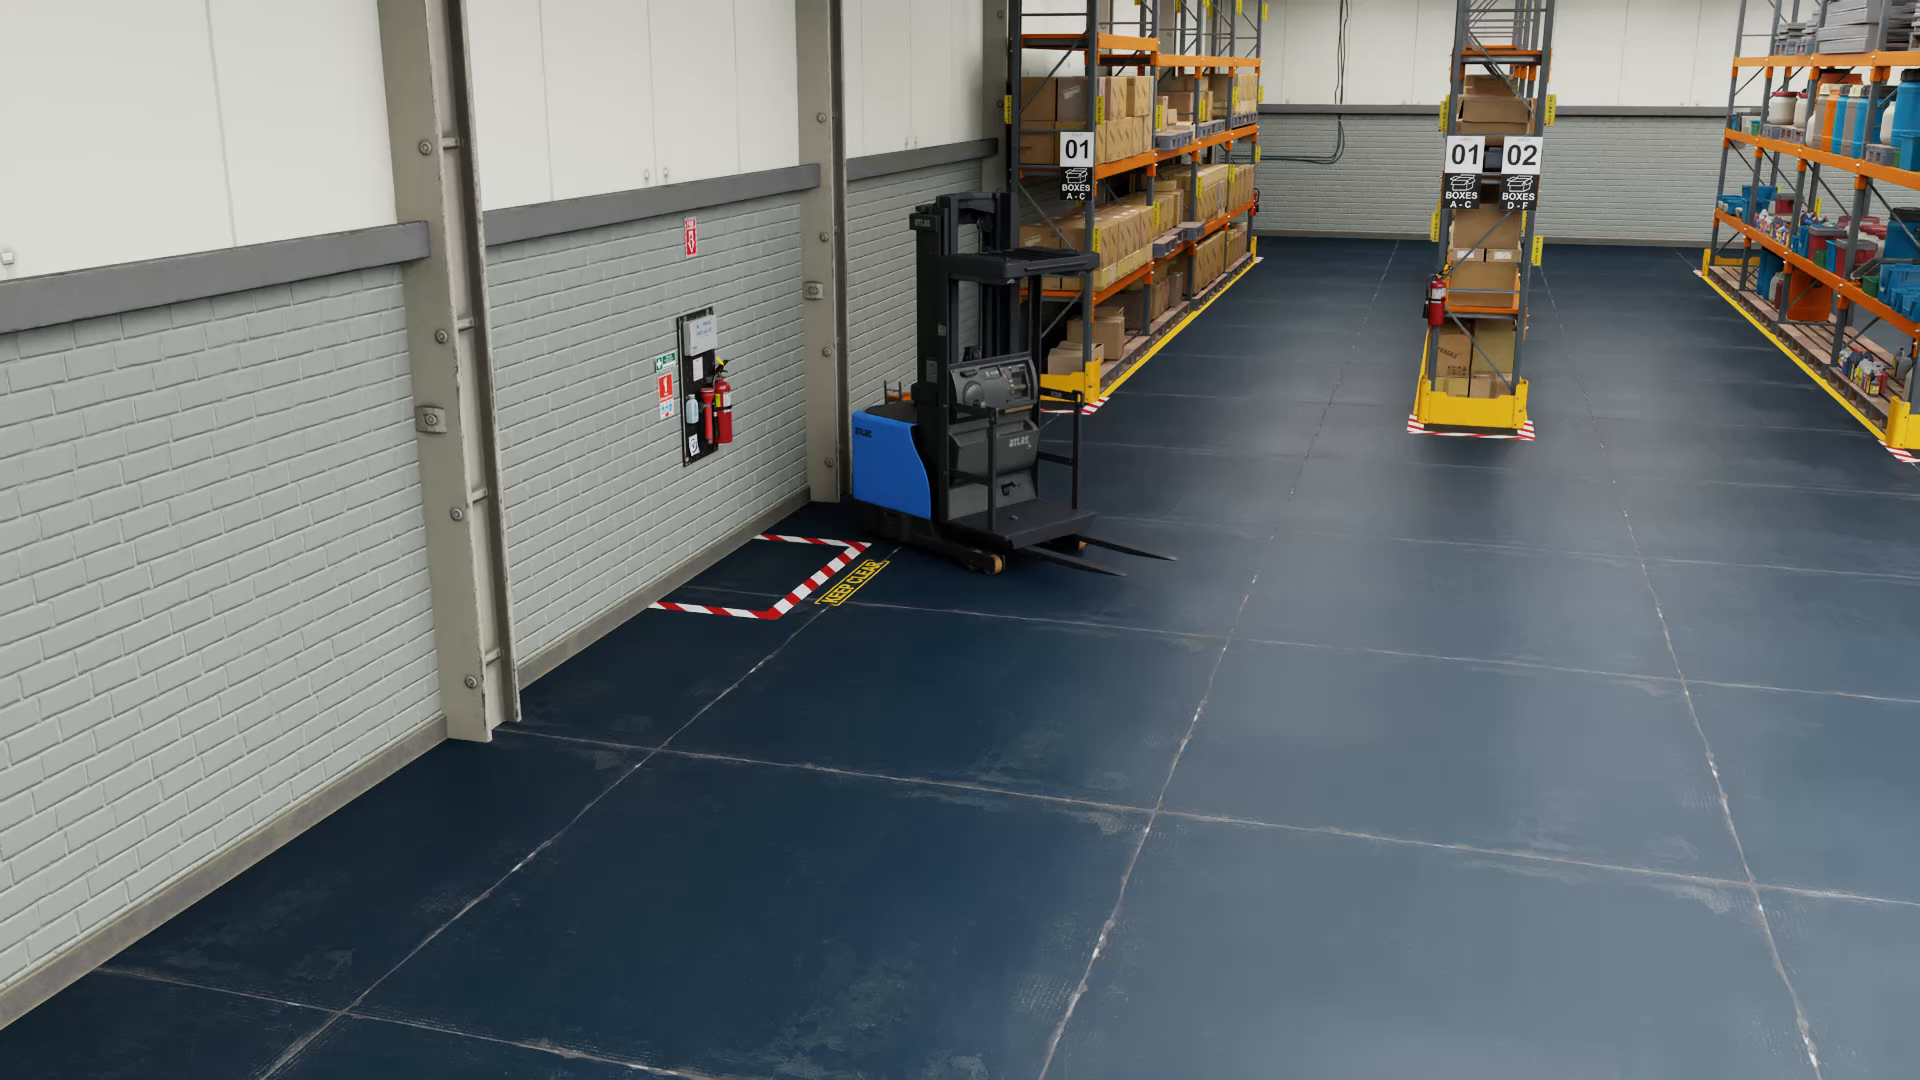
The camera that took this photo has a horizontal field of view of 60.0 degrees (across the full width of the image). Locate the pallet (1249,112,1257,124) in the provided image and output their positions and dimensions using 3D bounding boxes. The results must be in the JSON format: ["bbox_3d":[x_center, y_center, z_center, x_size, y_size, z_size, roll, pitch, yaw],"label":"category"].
[{"bbox_3d":[5.447,-8.566,33.700,1.003,0.211,1.213,5,16,16],"label":"pallet"}]

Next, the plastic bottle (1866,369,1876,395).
[{"bbox_3d":[10.717,-1.858,19.554,0.061,0.283,0.133,5,17,17],"label":"plastic bottle"}]

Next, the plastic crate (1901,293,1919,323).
[{"bbox_3d":[10.455,-2.489,17.881,0.499,0.251,0.616,5,16,16],"label":"plastic crate"}]

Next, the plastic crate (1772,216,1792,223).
[{"bbox_3d":[14.279,-5.559,28.804,0.396,0.136,0.243,5,16,16],"label":"plastic crate"}]

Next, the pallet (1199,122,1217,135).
[{"bbox_3d":[3.821,-7.085,28.662,1.003,0.211,1.213,5,17,18],"label":"pallet"}]

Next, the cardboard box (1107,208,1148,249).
[{"bbox_3d":[2.263,-4.241,22.648,0.500,0.500,0.500,5,16,16],"label":"cardboard box"}]

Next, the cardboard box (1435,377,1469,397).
[{"bbox_3d":[5.720,-1.834,19.568,0.500,0.250,0.500,5,16,16],"label":"cardboard box"}]

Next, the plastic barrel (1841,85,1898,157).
[{"bbox_3d":[11.858,-5.458,21.661,0.600,0.901,0.600,0,16,0],"label":"plastic barrel"}]

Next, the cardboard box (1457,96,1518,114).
[{"bbox_3d":[6.399,-5.179,20.380,0.797,0.503,0.637,7,17,22],"label":"cardboard box"}]

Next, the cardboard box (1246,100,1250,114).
[{"bbox_3d":[5.404,-8.497,32.614,0.500,0.250,0.500,4,16,14],"label":"cardboard box"}]

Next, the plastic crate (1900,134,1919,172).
[{"bbox_3d":[10.853,-4.364,18.751,0.392,0.384,0.575,5,16,16],"label":"plastic crate"}]

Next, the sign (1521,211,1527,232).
[{"bbox_3d":[7.521,-4.250,22.085,0.100,0.325,0.005,5,16,16],"label":"sign"}]

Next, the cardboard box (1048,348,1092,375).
[{"bbox_3d":[1.384,-2.267,20.946,0.500,0.311,0.500,3,16,10],"label":"cardboard box"}]

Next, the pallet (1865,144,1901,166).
[{"bbox_3d":[11.625,-4.609,19.931,1.213,0.211,1.003,5,16,16],"label":"pallet"}]

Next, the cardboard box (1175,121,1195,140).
[{"bbox_3d":[3.429,-6.468,26.267,0.500,0.311,0.500,5,16,16],"label":"cardboard box"}]

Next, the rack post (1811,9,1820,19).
[{"bbox_3d":[13.000,-7.845,24.553,0.624,0.289,0.986,5,16,16],"label":"rack post"}]

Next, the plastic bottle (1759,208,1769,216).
[{"bbox_3d":[13.587,-5.445,28.119,0.144,0.351,0.185,5,16,16],"label":"plastic bottle"}]

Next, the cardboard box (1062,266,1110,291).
[{"bbox_3d":[1.544,-3.215,20.407,0.500,0.250,0.500,4,16,14],"label":"cardboard box"}]

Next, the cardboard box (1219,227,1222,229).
[{"bbox_3d":[5.030,-6.198,33.306,0.380,0.149,0.250,5,17,16],"label":"cardboard box"}]

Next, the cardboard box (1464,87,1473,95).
[{"bbox_3d":[8.671,-7.197,27.574,0.600,0.600,0.600,4,16,14],"label":"cardboard box"}]

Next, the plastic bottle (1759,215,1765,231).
[{"bbox_3d":[13.350,-5.269,27.644,0.097,0.271,0.097,0,16,0],"label":"plastic bottle"}]

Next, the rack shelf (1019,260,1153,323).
[{"bbox_3d":[1.669,-3.352,21.969,1.077,0.370,4.000,5,16,16],"label":"rack shelf"}]

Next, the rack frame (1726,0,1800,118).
[{"bbox_3d":[15.146,-9.479,31.257,1.000,3.000,0.127,5,16,16],"label":"rack frame"}]

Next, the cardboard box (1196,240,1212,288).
[{"bbox_3d":[3.964,-4.847,29.090,0.750,0.750,0.750,5,16,16],"label":"cardboard box"}]

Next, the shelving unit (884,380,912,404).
[{"bbox_3d":[-0.393,-0.885,15.221,0.503,1.200,0.258,-13,16,-38],"label":"shelving unit"}]

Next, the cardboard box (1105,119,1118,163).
[{"bbox_3d":[1.622,-4.882,20.326,0.500,0.500,0.500,6,17,20],"label":"cardboard box"}]

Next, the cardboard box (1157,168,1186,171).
[{"bbox_3d":[3.698,-6.371,29.154,0.500,0.250,0.500,4,16,15],"label":"cardboard box"}]

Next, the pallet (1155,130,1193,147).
[{"bbox_3d":[2.807,-5.999,24.829,1.213,0.211,1.003,5,16,16],"label":"pallet"}]

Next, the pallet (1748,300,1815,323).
[{"bbox_3d":[13.406,-3.686,26.937,1.003,0.211,1.213,5,16,16],"label":"pallet"}]

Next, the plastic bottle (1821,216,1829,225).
[{"bbox_3d":[13.749,-4.968,26.439,0.144,0.351,0.185,5,16,16],"label":"plastic bottle"}]

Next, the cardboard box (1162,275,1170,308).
[{"bbox_3d":[2.962,-3.959,26.564,0.700,0.500,0.500,5,16,16],"label":"cardboard box"}]

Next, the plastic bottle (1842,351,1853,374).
[{"bbox_3d":[11.160,-2.218,20.839,0.152,0.276,0.135,5,17,18],"label":"plastic bottle"}]

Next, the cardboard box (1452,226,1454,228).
[{"bbox_3d":[6.510,-3.941,21.355,0.380,0.149,0.250,4,16,15],"label":"cardboard box"}]

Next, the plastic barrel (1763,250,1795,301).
[{"bbox_3d":[13.637,-4.412,27.465,0.600,0.901,0.708,5,16,16],"label":"plastic barrel"}]

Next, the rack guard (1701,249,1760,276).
[{"bbox_3d":[15.141,-5.397,32.442,1.175,0.500,0.348,5,16,16],"label":"rack guard"}]

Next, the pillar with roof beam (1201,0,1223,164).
[{"bbox_3d":[9.713,-10.687,35.515,9.100,9.000,0.400,5,16,16],"label":"pillar with roof beam"}]

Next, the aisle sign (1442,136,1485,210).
[{"bbox_3d":[5.551,-4.048,18.340,0.394,0.787,0.004,5,16,16],"label":"aisle sign"}]

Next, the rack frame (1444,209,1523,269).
[{"bbox_3d":[6.988,-3.838,22.364,1.000,3.000,0.127,5,16,16],"label":"rack frame"}]

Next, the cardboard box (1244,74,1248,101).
[{"bbox_3d":[5.258,-8.726,32.046,0.500,0.500,0.500,5,17,16],"label":"cardboard box"}]

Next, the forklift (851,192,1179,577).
[{"bbox_3d":[0.428,-1.287,13.495,1.130,2.935,3.031,-15,21,-41],"label":"forklift"}]

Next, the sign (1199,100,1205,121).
[{"bbox_3d":[3.894,-6.917,26.775,0.100,0.325,0.005,5,16,16],"label":"sign"}]

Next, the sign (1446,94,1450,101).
[{"bbox_3d":[6.465,-5.721,21.981,0.100,0.325,0.005,5,16,16],"label":"sign"}]

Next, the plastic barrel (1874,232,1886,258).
[{"bbox_3d":[12.218,-3.752,21.811,0.433,0.535,0.433,0,16,0],"label":"plastic barrel"}]

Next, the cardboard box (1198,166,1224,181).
[{"bbox_3d":[4.469,-6.601,29.965,0.500,0.250,0.500,5,17,17],"label":"cardboard box"}]

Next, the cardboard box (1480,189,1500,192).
[{"bbox_3d":[6.583,-4.131,20.835,0.700,0.500,0.500,5,16,16],"label":"cardboard box"}]

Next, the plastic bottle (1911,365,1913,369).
[{"bbox_3d":[11.578,-2.034,20.174,0.061,0.283,0.133,5,16,16],"label":"plastic bottle"}]

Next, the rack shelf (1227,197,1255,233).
[{"bbox_3d":[5.079,-6.492,33.037,1.077,0.370,4.000,5,16,16],"label":"rack shelf"}]

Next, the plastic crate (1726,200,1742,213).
[{"bbox_3d":[14.386,-6.157,30.738,0.416,0.233,0.300,5,16,16],"label":"plastic crate"}]

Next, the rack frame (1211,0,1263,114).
[{"bbox_3d":[5.648,-10.247,33.965,1.000,3.000,0.127,5,16,16],"label":"rack frame"}]

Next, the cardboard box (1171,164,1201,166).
[{"bbox_3d":[4.130,-6.776,30.582,0.500,0.250,0.500,5,17,18],"label":"cardboard box"}]

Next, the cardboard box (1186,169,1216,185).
[{"bbox_3d":[4.180,-6.334,29.025,0.500,0.250,0.500,4,16,15],"label":"cardboard box"}]

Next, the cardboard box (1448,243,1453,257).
[{"bbox_3d":[5.850,-3.335,19.219,0.380,0.149,0.250,5,17,17],"label":"cardboard box"}]

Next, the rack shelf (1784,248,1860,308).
[{"bbox_3d":[12.304,-3.630,22.950,1.077,0.370,4.000,5,16,16],"label":"rack shelf"}]

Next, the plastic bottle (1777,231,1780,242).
[{"bbox_3d":[12.833,-4.759,25.976,0.097,0.201,0.097,0,16,0],"label":"plastic bottle"}]

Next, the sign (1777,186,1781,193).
[{"bbox_3d":[15.678,-6.633,31.918,0.100,0.325,0.005,5,16,16],"label":"sign"}]

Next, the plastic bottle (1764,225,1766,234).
[{"bbox_3d":[13.190,-5.089,27.137,0.097,0.201,0.097,0,16,0],"label":"plastic bottle"}]

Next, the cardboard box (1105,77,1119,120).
[{"bbox_3d":[1.634,-5.366,20.201,0.500,0.500,0.500,4,16,15],"label":"cardboard box"}]
